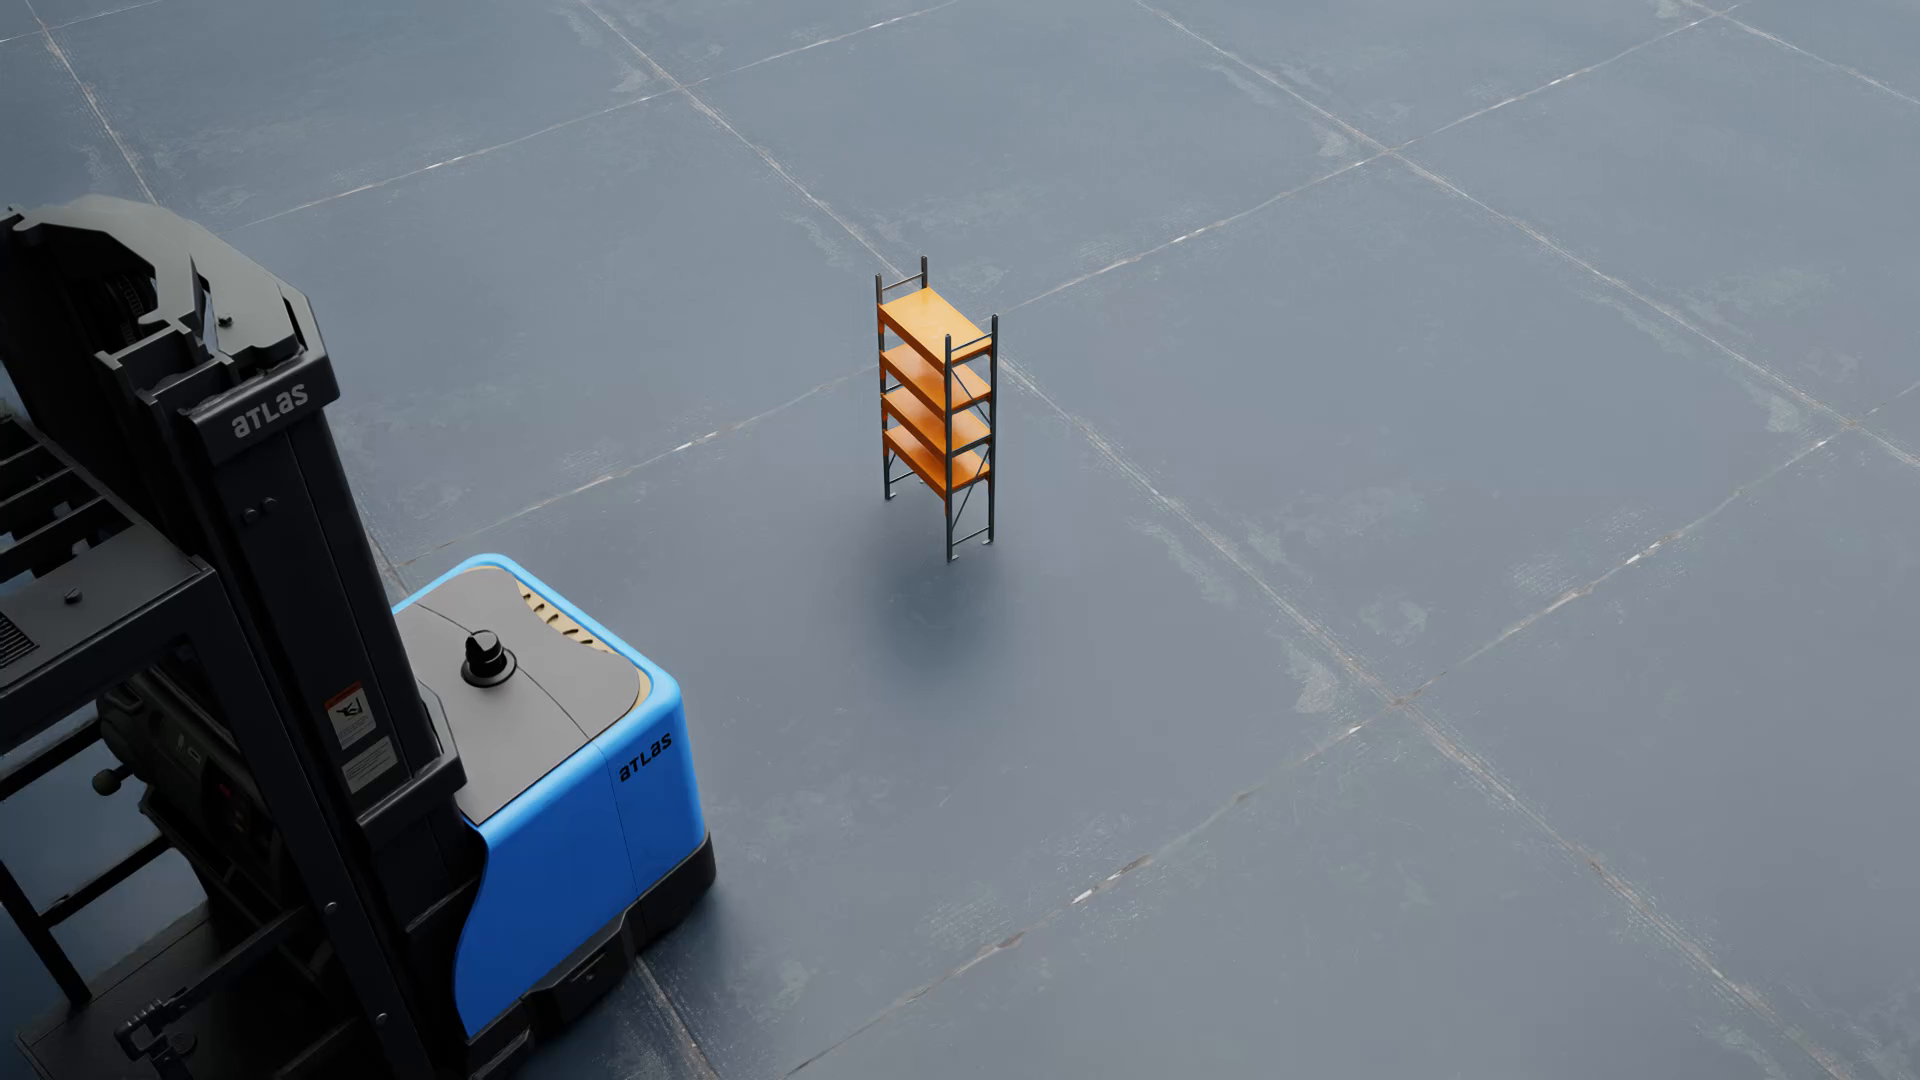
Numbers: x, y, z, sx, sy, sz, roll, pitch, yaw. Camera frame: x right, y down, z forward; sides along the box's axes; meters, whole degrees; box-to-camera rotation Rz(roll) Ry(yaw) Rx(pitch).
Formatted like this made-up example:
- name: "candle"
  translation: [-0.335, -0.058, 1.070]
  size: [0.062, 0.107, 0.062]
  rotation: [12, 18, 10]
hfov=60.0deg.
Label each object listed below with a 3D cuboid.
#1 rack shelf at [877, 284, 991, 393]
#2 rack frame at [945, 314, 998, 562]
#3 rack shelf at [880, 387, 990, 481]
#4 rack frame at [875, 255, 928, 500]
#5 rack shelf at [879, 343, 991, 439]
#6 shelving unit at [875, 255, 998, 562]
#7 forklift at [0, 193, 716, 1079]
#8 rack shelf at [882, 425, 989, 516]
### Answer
- name: "rack shelf"
  translation: [-0.095, -0.812, 6.654]
  size: [0.258, 0.148, 0.480]
  rotation: [-26, 49, -24]
- name: "rack frame"
  translation: [0.045, -0.390, 6.780]
  size: [0.240, 1.200, 0.015]
  rotation: [-26, 49, -24]
- name: "rack shelf"
  translation: [-0.095, -0.479, 6.971]
  size: [0.258, 0.148, 0.480]
  rotation: [-26, 49, -24]
- name: "rack frame"
  translation: [-0.234, -0.666, 7.070]
  size: [0.240, 1.200, 0.015]
  rotation: [-26, 49, -24]
- name: "rack shelf"
  translation: [-0.095, -0.641, 6.817]
  size: [0.258, 0.148, 0.480]
  rotation: [-26, 49, -24]
- name: "shelving unit"
  translation: [-0.095, -0.528, 6.925]
  size: [0.258, 1.200, 0.503]
  rotation: [-26, 49, -24]
- name: "forklift"
  translation: [-2.208, 0.722, 4.362]
  size: [1.130, 2.935, 3.031]
  rotation: [31, 52, 28]
- name: "rack shelf"
  translation: [-0.095, -0.335, 7.108]
  size: [0.258, 0.148, 0.480]
  rotation: [-26, 49, -24]
